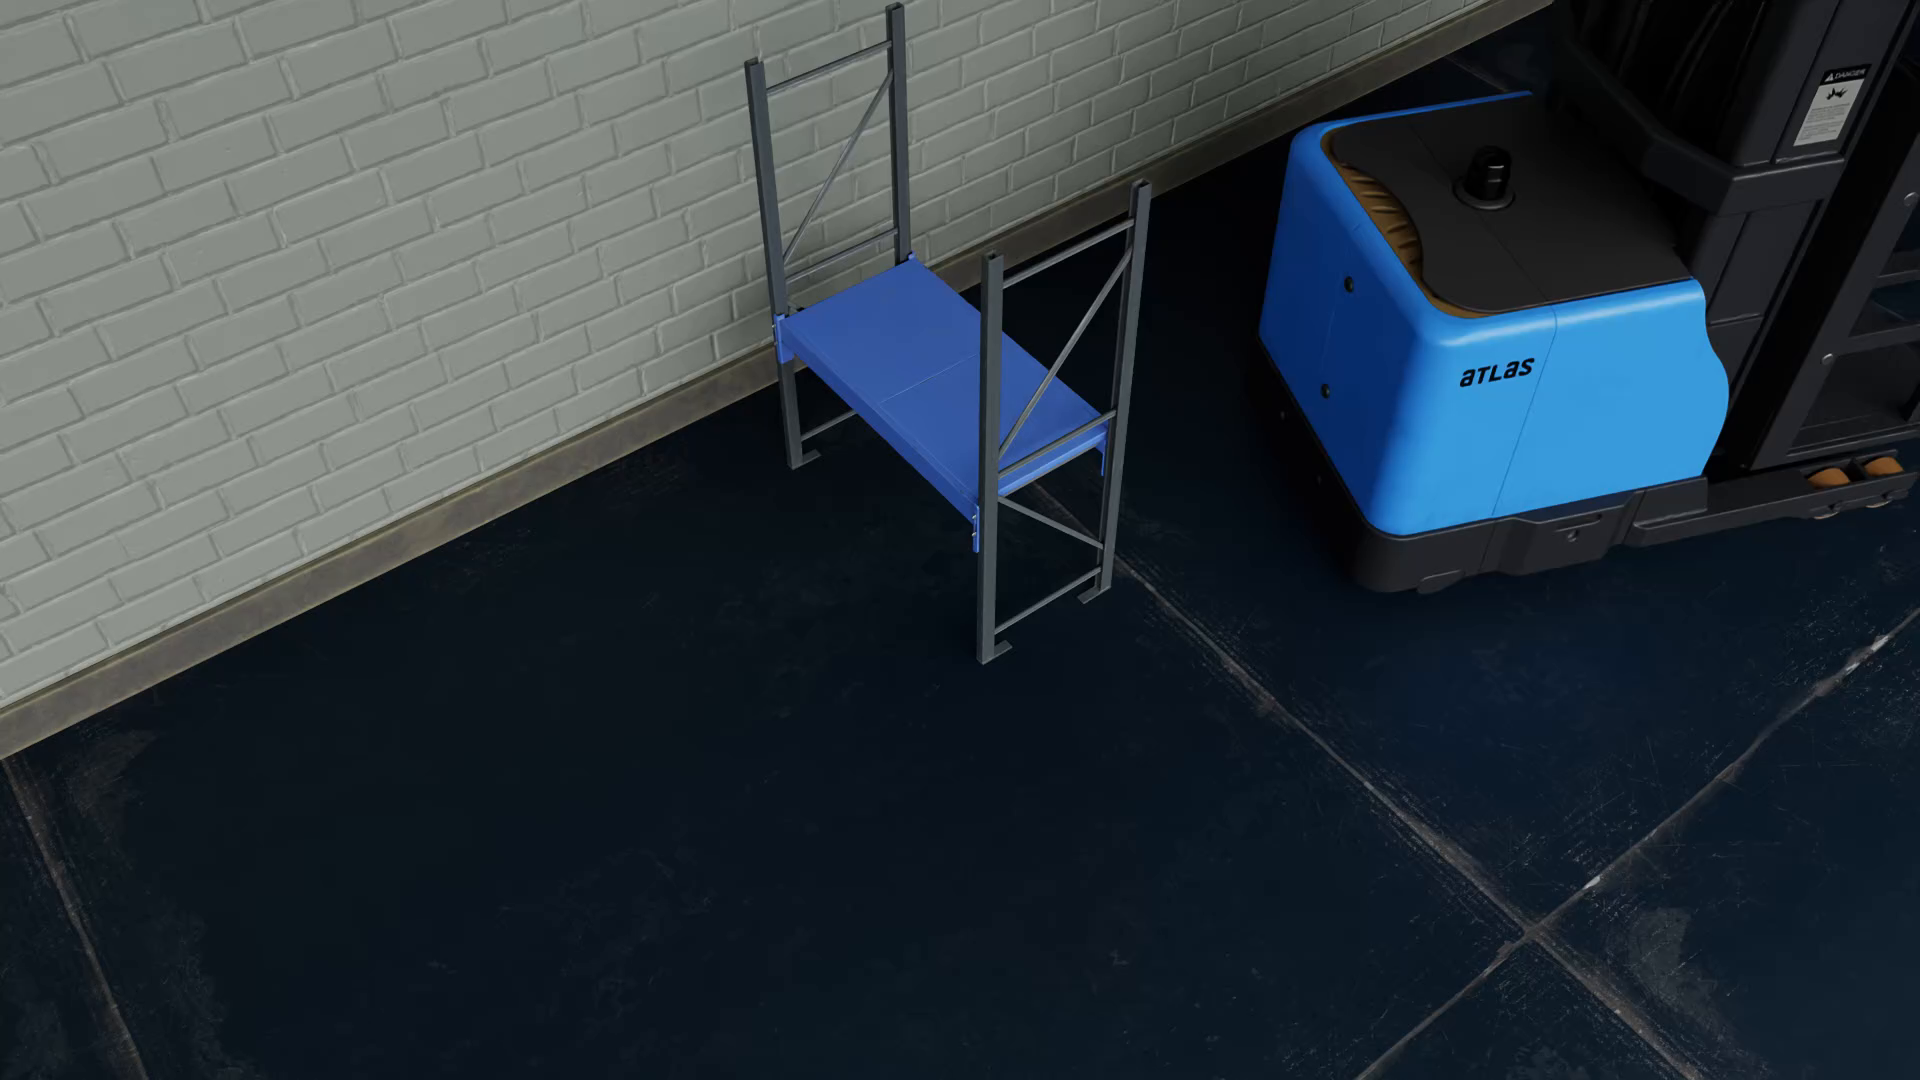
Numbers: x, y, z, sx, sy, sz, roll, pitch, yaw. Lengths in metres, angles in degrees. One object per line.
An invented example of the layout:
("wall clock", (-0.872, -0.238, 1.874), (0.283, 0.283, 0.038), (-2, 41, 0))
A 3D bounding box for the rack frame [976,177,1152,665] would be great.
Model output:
("rack frame", (0.256, -0.254, 4.468), (0.500, 1.500, 0.032), (-29, 54, -24))

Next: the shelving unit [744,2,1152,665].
("shelving unit", (-0.052, -0.554, 4.740), (0.538, 1.500, 1.048), (-29, 54, -24))

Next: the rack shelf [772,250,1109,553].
("rack shelf", (-0.052, -0.433, 4.873), (0.538, 0.185, 1.000), (-29, 54, -24))

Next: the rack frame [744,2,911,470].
("rack frame", (-0.359, -0.854, 5.012), (0.500, 1.500, 0.032), (-29, 54, -24))

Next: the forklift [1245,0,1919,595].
("forklift", (2.538, -1.421, 4.560), (3.031, 2.935, 1.130), (-11, 49, -10))
